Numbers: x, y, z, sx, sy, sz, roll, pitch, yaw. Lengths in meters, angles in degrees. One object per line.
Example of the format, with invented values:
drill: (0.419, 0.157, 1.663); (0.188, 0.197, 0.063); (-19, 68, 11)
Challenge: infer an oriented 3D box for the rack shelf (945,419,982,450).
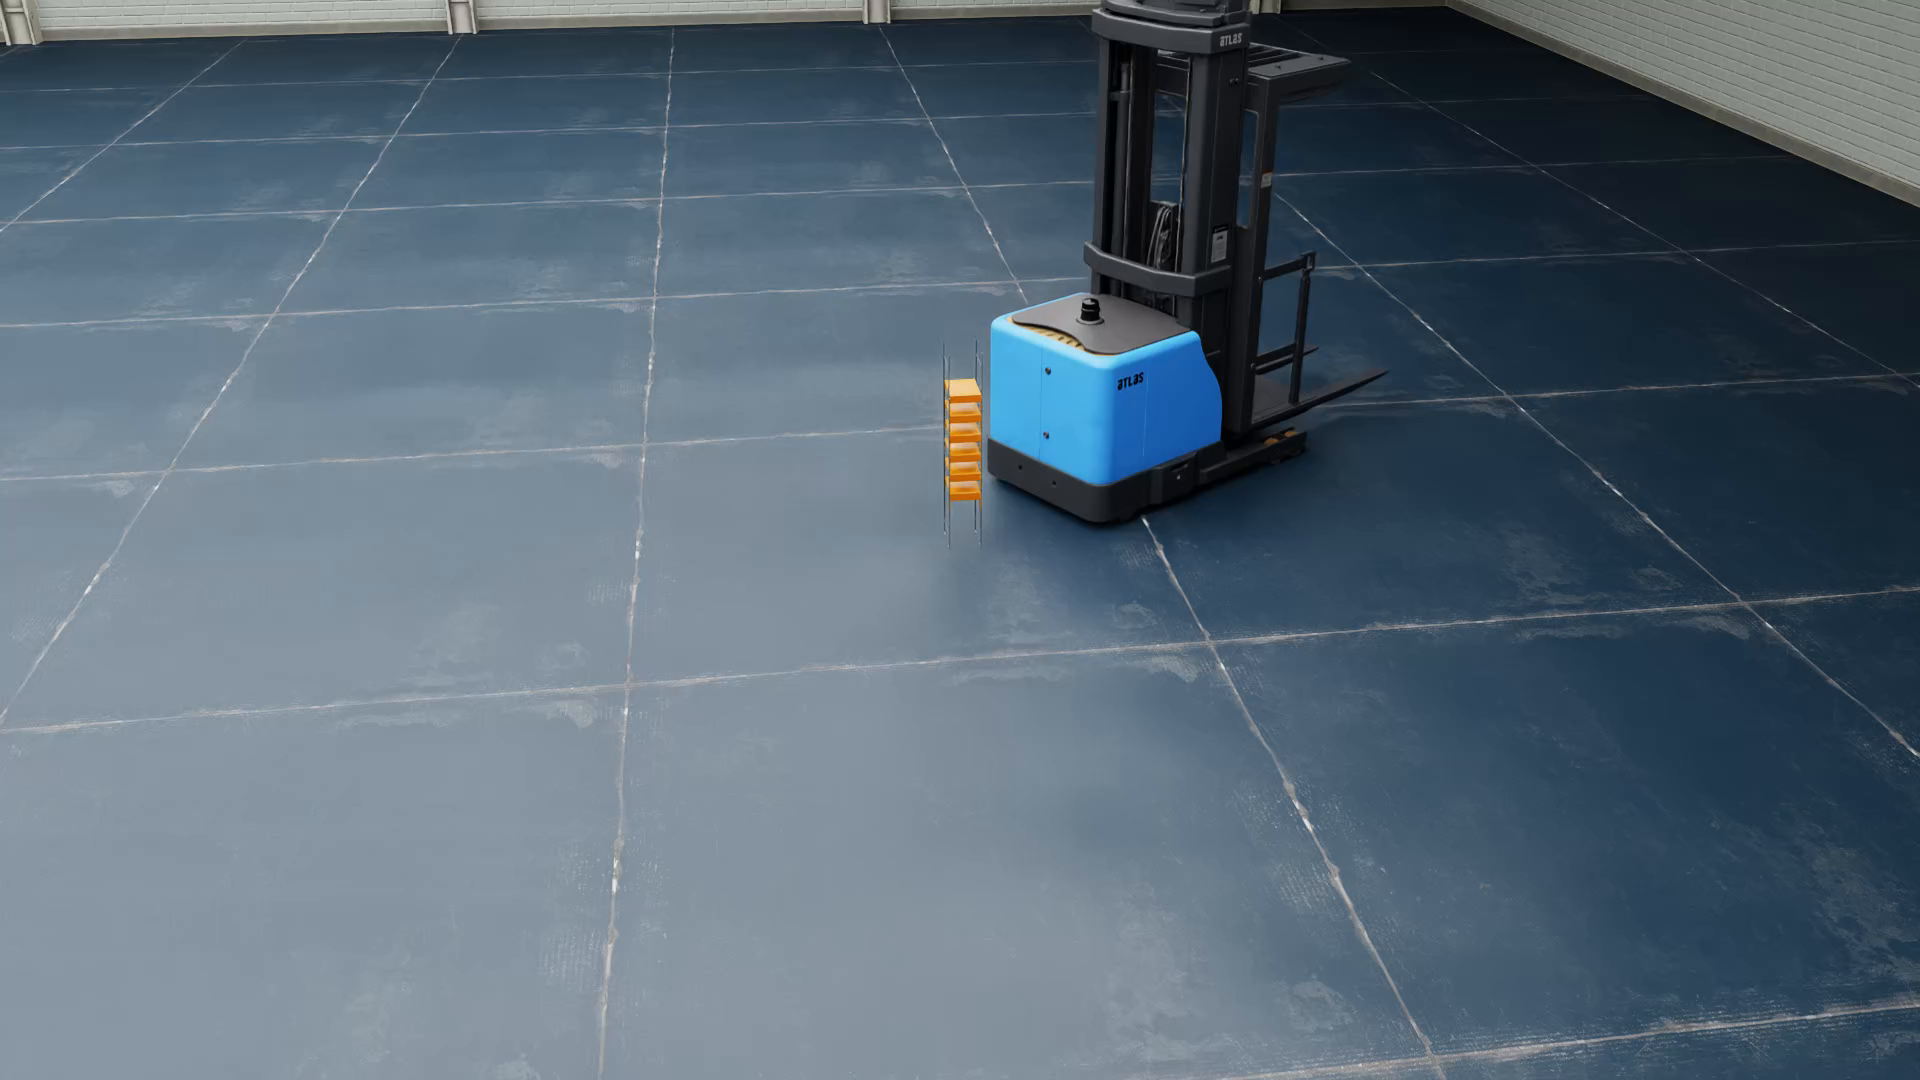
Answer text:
rack shelf: (0.014, -0.602, 9.443); (0.180, 0.103, 0.258); (-4, 27, -7)

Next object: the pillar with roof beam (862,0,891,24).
pillar with roof beam: (-0.647, -9.805, 19.001); (0.400, 9.000, 9.100); (-4, 27, -7)

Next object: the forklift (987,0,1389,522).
forklift: (1.618, -1.954, 10.348); (3.031, 2.935, 1.130); (-21, 34, -35)

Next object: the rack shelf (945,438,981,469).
rack shelf: (0.014, -0.495, 9.498); (0.180, 0.103, 0.258); (-4, 27, -7)

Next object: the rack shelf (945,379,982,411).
rack shelf: (0.014, -0.816, 9.334); (0.180, 0.103, 0.258); (-4, 27, -7)

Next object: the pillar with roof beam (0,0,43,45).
pillar with roof beam: (-12.530, -9.041, 17.514); (0.400, 9.000, 9.100); (-4, 27, -7)

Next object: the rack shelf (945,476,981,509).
rack shelf: (0.014, -0.282, 9.608); (0.180, 0.103, 0.258); (-4, 27, -7)

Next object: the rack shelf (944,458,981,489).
rack shelf: (0.014, -0.388, 9.553); (0.180, 0.103, 0.258); (-4, 27, -7)

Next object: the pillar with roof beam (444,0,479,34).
pillar with roof beam: (-6.589, -9.423, 18.258); (0.400, 9.000, 9.100); (-4, 27, -7)

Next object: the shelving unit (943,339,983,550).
shelving unit: (0.014, -0.535, 9.478); (0.189, 1.200, 0.258); (-4, 27, -7)

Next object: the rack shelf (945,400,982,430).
rack shelf: (0.014, -0.709, 9.389); (0.180, 0.103, 0.258); (-4, 27, -7)

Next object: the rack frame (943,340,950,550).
rack frame: (-0.076, -0.529, 9.467); (0.006, 1.200, 0.240); (-4, 27, -7)

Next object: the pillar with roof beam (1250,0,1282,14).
pillar with roof beam: (5.294, -10.186, 19.745); (0.400, 9.000, 9.100); (-4, 27, -7)

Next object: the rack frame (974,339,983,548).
rack frame: (0.105, -0.541, 9.489); (0.006, 1.200, 0.240); (-4, 27, -7)
